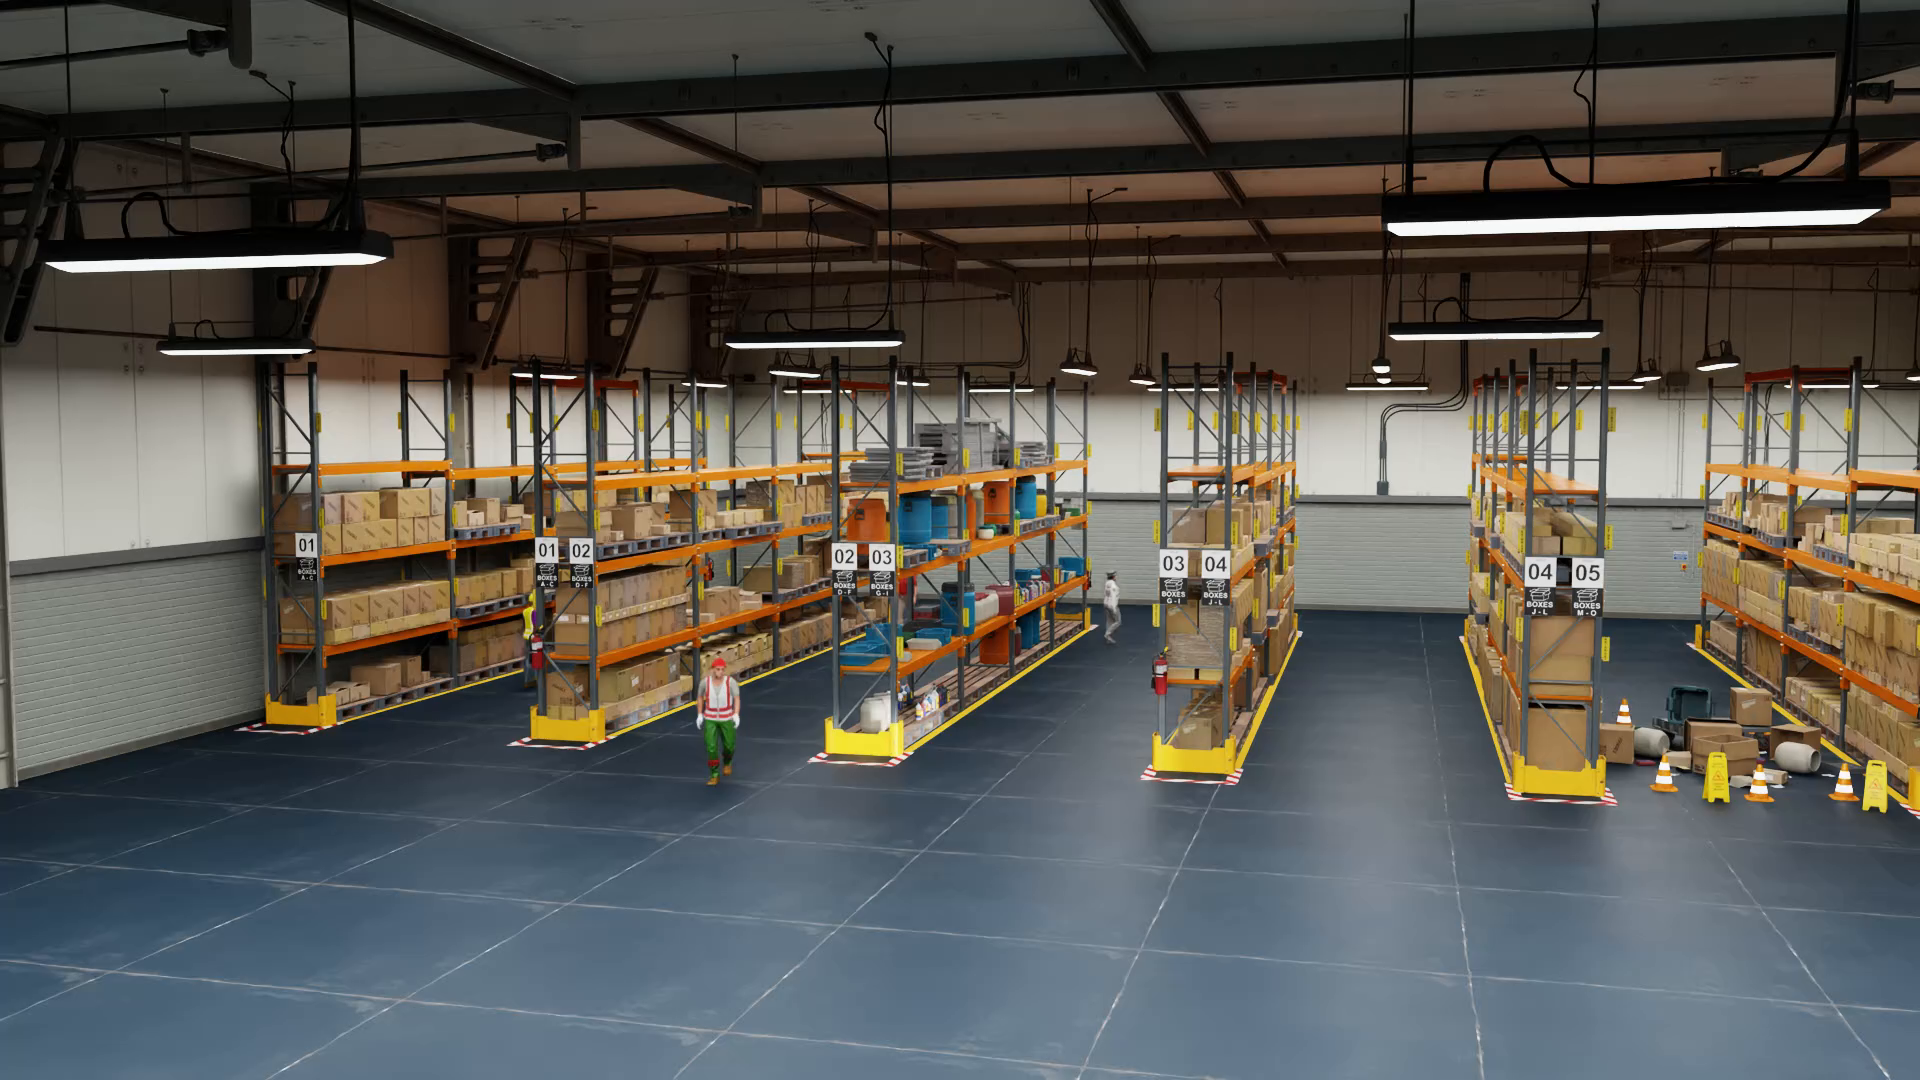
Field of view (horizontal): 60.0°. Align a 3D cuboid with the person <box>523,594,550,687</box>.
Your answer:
[{"bbox_3d":[-8.113,1.888,31.581,0.566,1.744,0.529,2,5,28],"label":"person"}]

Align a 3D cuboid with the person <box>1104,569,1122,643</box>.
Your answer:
[{"bbox_3d":[3.400,1.509,37.741,0.450,1.683,0.538,-2,4,-20],"label":"person"}]

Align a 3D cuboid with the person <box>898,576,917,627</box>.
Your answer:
[{"bbox_3d":[-1.295,1.389,39.247,0.591,1.663,1.058,1,4,11],"label":"person"}]

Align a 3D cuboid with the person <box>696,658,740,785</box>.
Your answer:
[{"bbox_3d":[-3.378,2.496,23.212,0.610,1.770,0.679,-1,4,-8],"label":"person"}]
